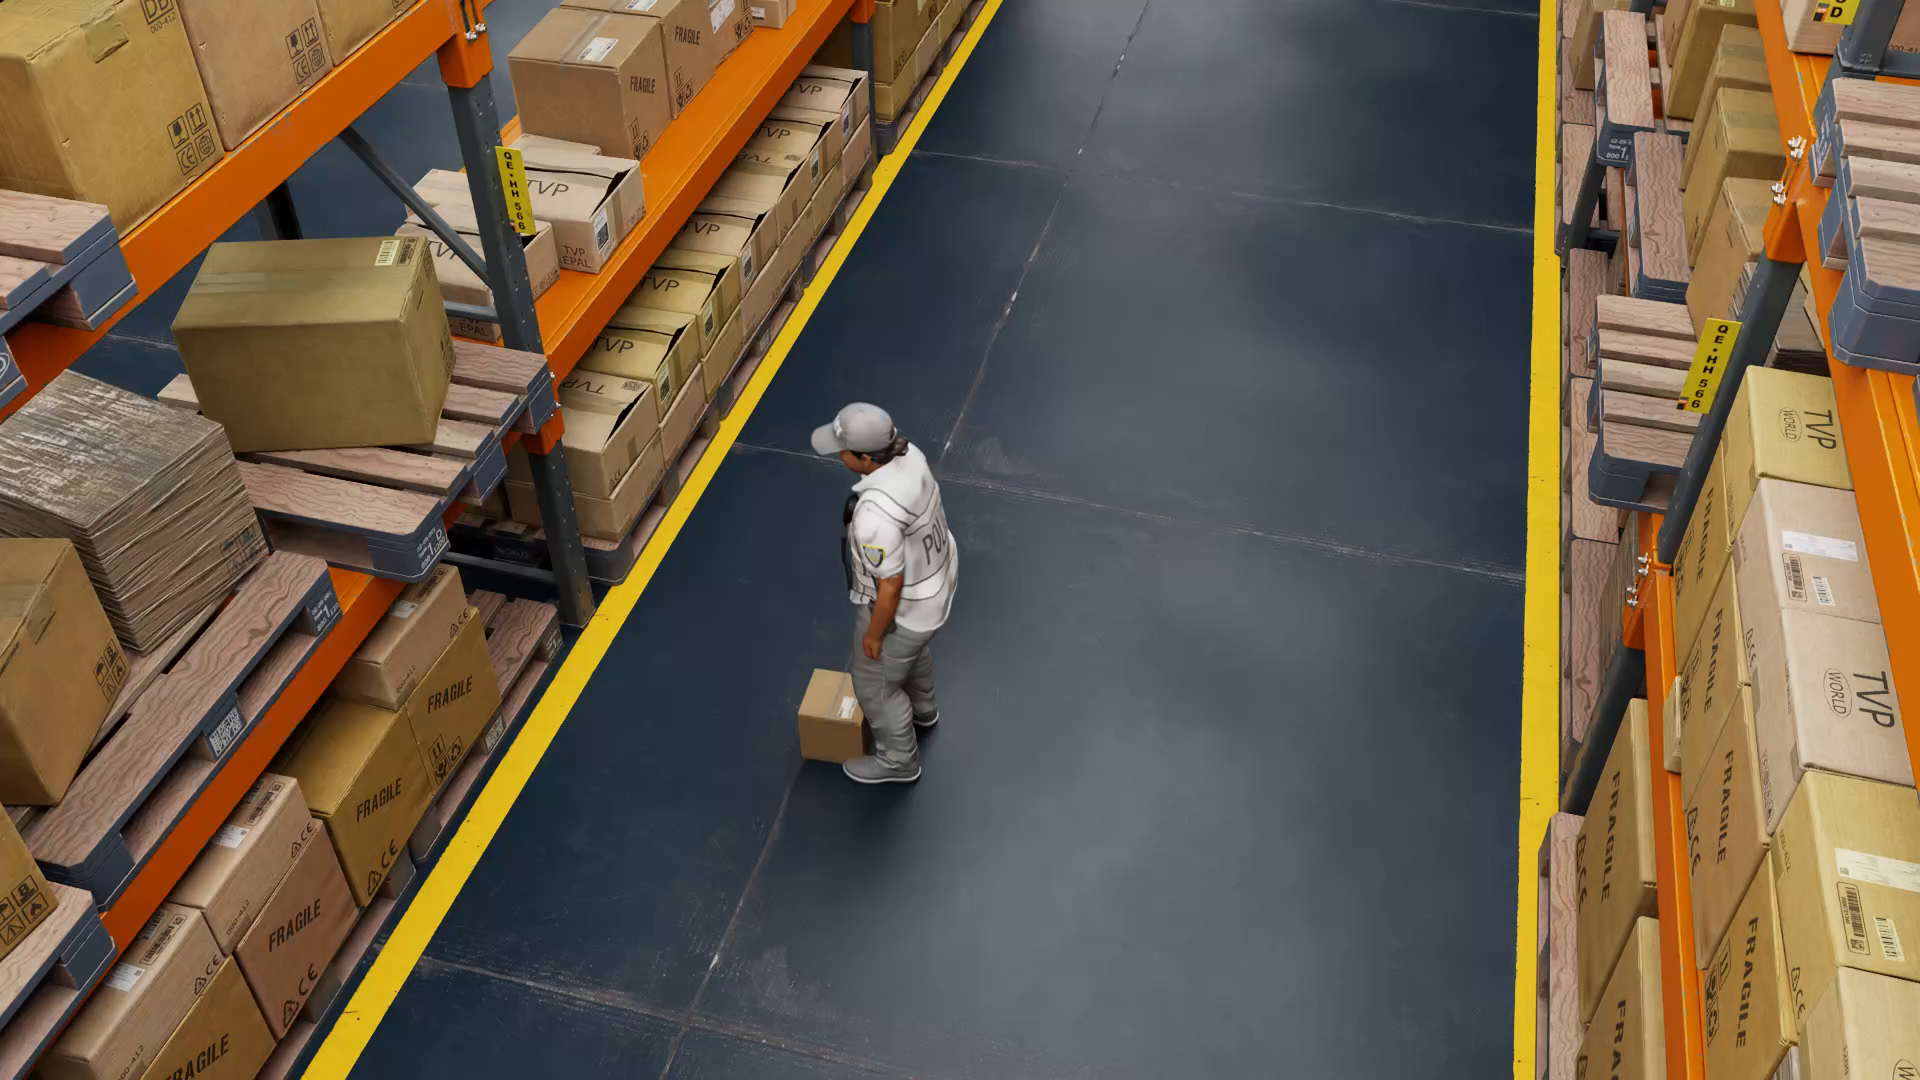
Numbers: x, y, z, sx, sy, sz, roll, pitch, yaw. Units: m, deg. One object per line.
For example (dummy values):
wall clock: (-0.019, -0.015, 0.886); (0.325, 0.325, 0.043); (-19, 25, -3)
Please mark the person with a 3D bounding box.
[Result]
person: (-0.252, 0.184, 5.944); (0.469, 1.665, 0.546); (8, 42, 9)
